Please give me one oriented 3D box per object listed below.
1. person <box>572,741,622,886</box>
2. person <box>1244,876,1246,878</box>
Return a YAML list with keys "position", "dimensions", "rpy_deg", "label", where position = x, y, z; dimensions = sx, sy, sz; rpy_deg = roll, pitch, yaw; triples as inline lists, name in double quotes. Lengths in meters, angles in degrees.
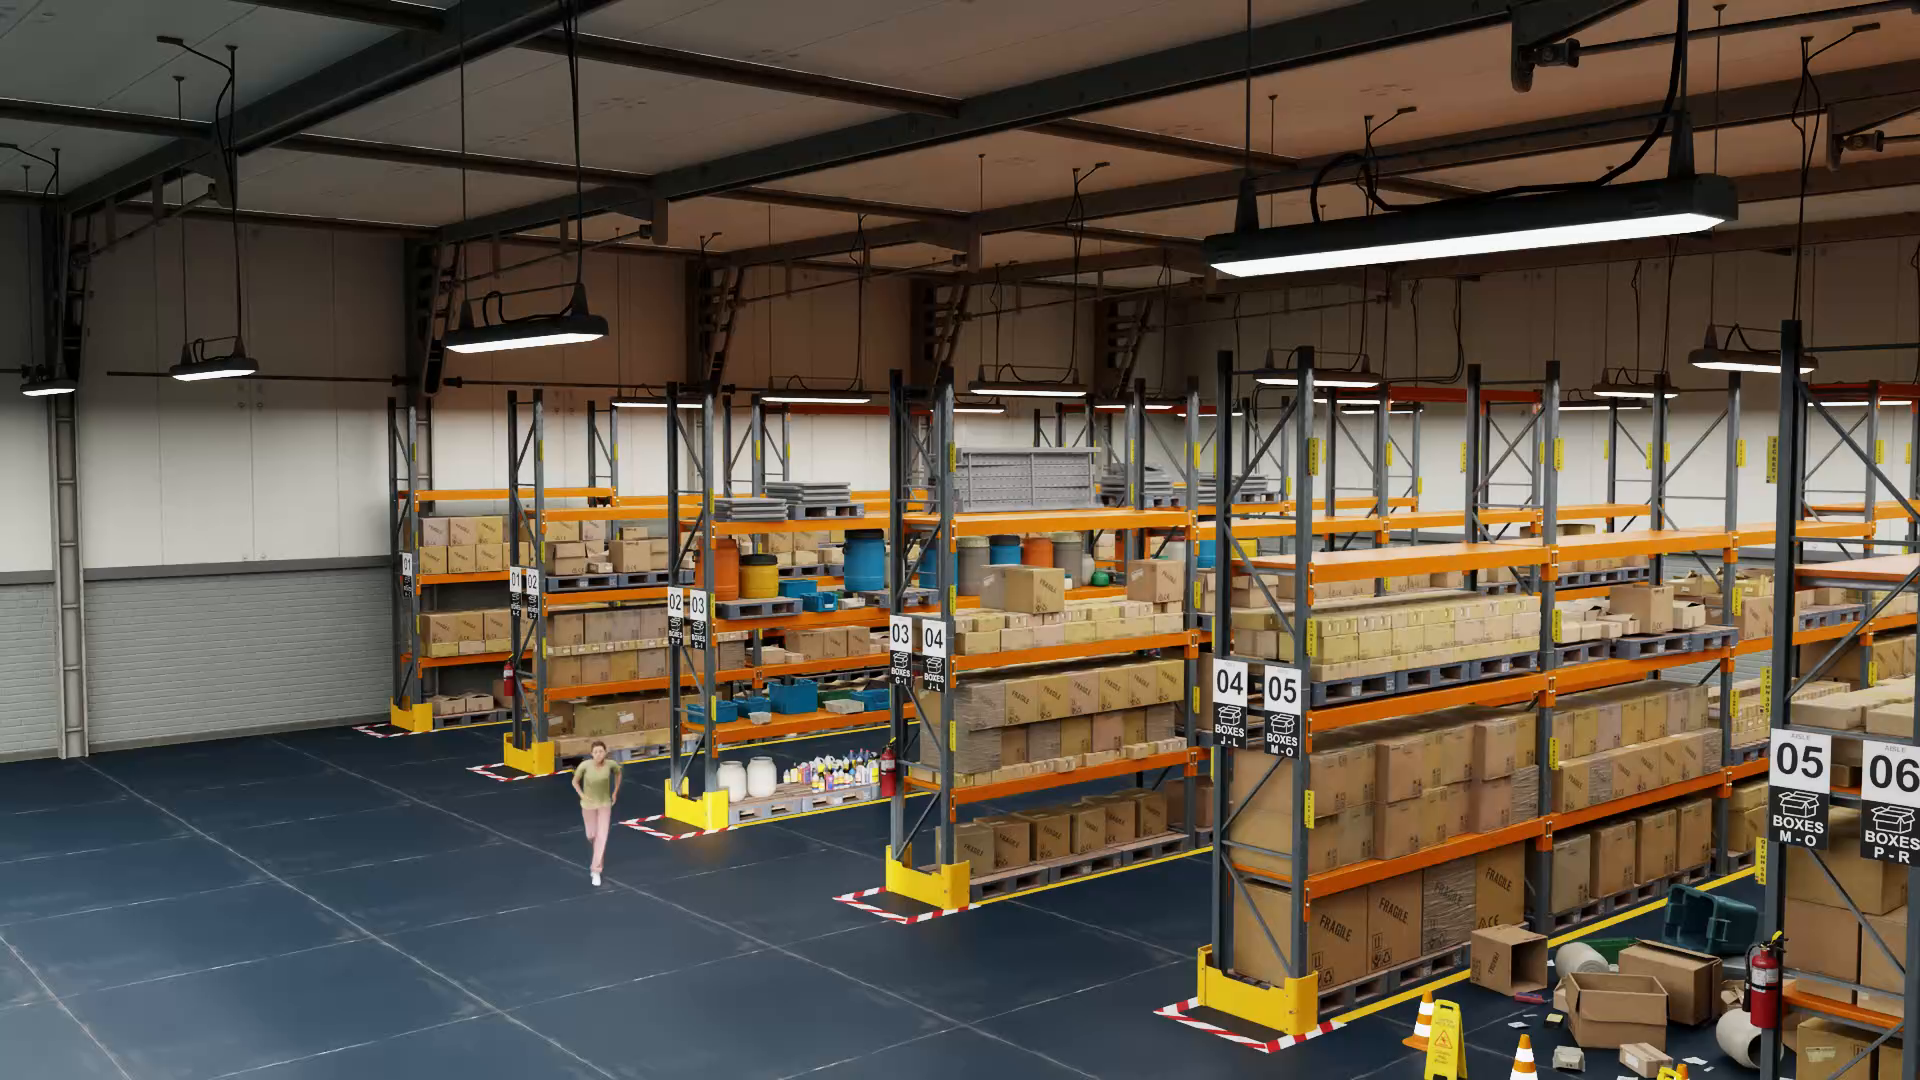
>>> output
- position: [-4.331, 3.194, 19.876]
  dimensions: [0.580, 1.659, 1.063]
  rpy_deg: [-1, 3, -11]
  label: "person"
- position: [3.388, 3.331, 17.926]
  dimensions: [0.990, 1.624, 0.716]
  rpy_deg: [-3, 4, -40]
  label: "person"
